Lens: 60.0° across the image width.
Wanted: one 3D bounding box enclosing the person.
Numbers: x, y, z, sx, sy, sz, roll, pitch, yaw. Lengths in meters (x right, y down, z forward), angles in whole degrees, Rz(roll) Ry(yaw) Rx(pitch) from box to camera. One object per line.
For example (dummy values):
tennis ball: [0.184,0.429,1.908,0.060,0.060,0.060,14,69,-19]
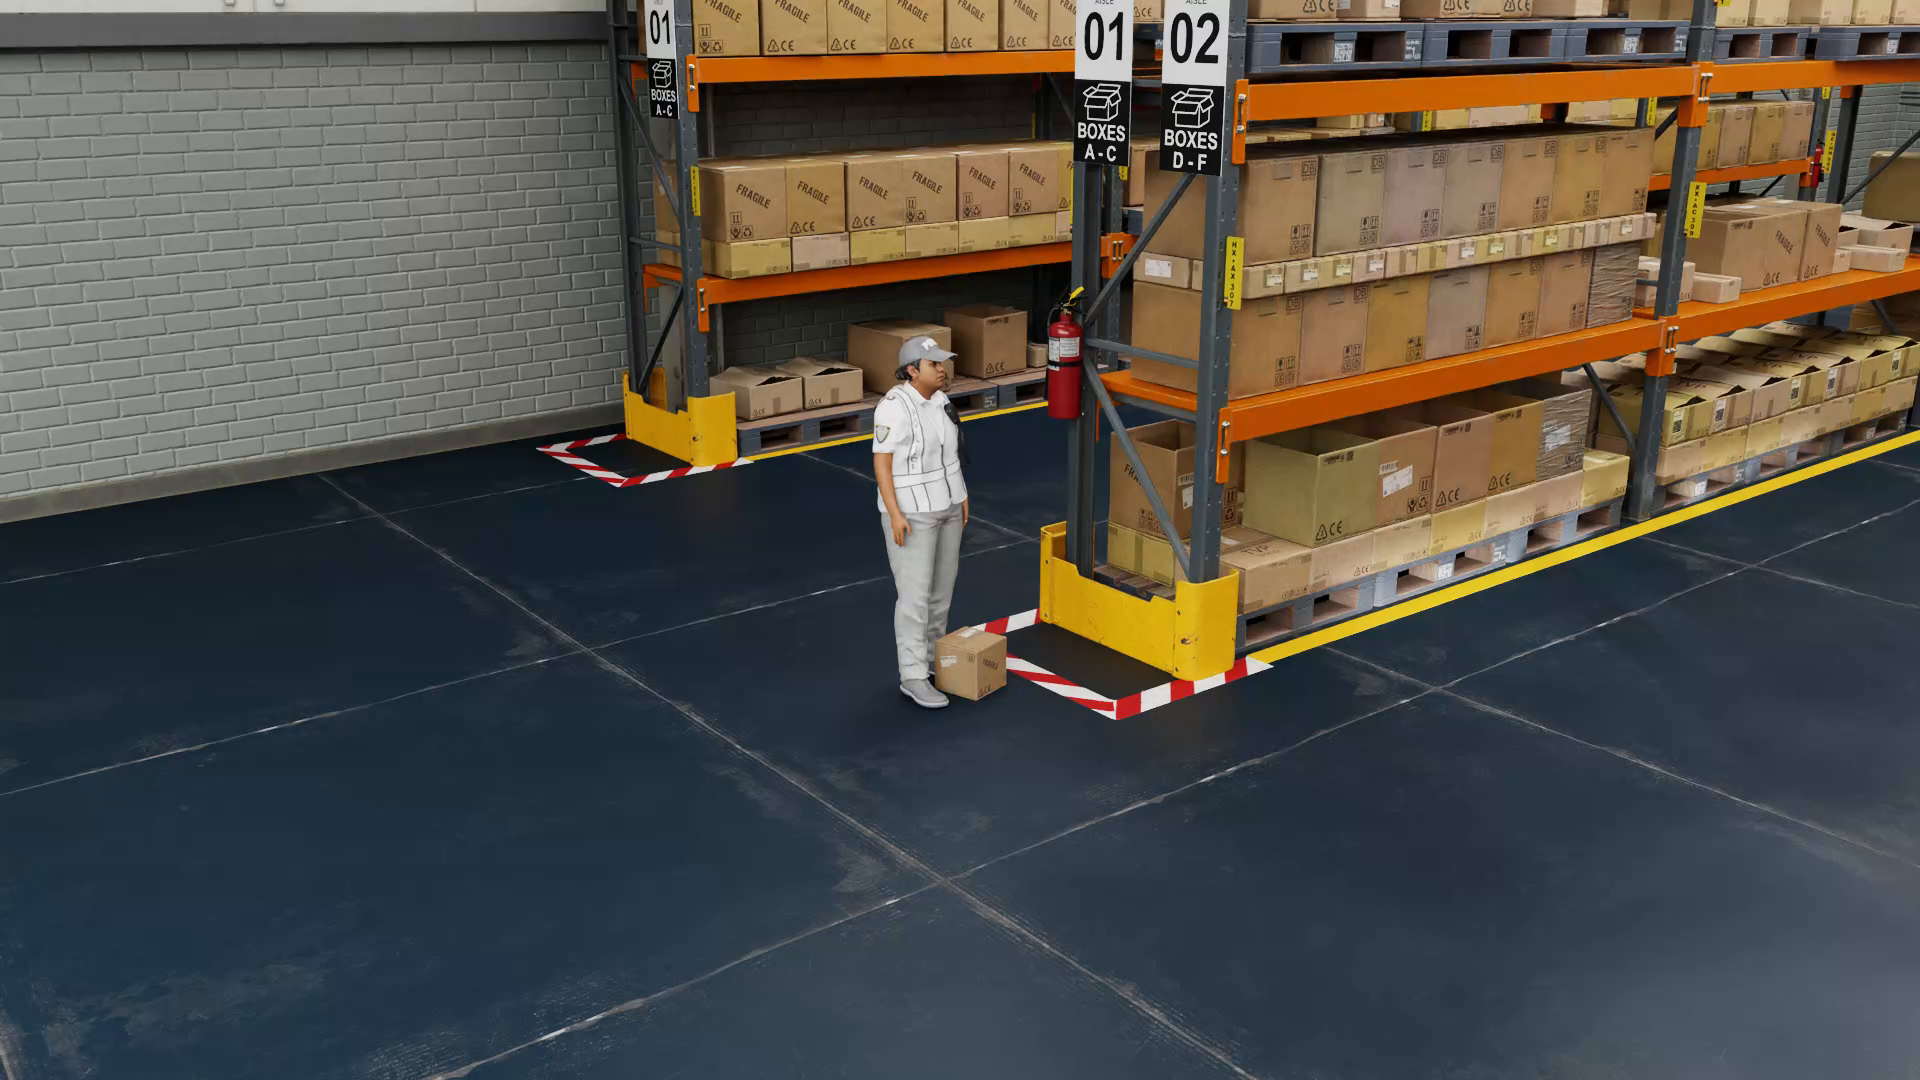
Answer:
person: [-0.123,-0.114,7.867,0.529,1.670,0.599,14,22,36]
